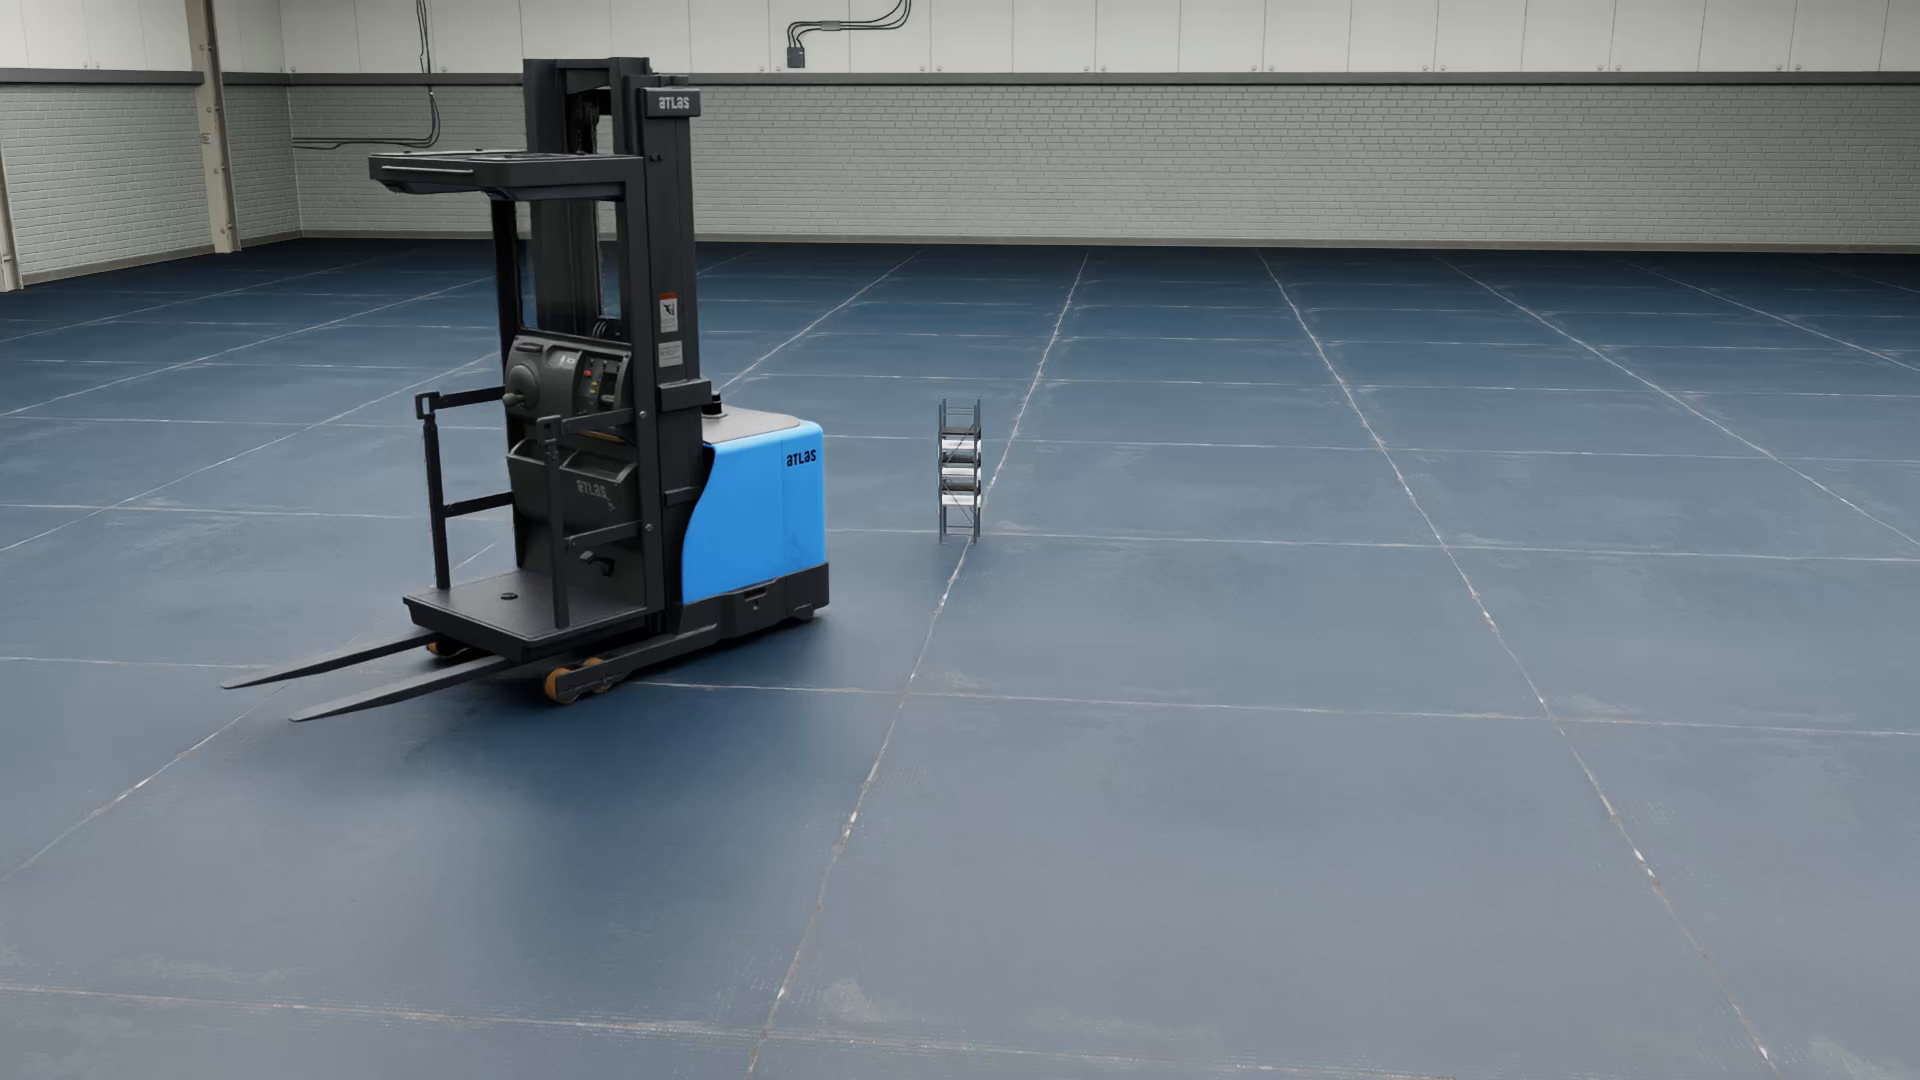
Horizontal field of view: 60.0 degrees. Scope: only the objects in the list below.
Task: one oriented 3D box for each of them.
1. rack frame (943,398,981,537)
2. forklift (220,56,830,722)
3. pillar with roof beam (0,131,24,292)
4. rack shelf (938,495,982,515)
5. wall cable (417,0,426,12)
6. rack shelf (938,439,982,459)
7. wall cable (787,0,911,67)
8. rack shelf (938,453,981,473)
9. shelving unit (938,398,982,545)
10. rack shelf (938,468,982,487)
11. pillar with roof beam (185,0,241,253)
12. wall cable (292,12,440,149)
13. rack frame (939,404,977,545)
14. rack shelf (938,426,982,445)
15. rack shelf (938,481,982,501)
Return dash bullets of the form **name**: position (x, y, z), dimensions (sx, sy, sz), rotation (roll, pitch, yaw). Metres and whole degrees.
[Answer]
- **rack frame**: position (0.011, -0.459, 10.634), dimensions (0.240, 0.900, 0.006), rotation (2, 15, 6)
- **forklift**: position (-2.058, -0.793, 7.981), dimensions (1.130, 2.935, 3.031), rotation (13, 20, 39)
- **pillar with roof beam**: position (-9.508, -7.825, 22.359), dimensions (9.100, 9.000, 0.400), rotation (2, 15, 6)
- **rack shelf**: position (-0.001, -0.226, 10.592), dimensions (0.258, 0.077, 0.200), rotation (2, 15, 6)
- **wall cable**: position (-8.774, -11.092, 30.716), dimensions (3.097, 2.526, 0.112), rotation (2, 15, 6)
- **rack shelf**: position (-0.001, -0.574, 10.499), dimensions (0.258, 0.077, 0.200), rotation (2, 15, 6)
- **wall cable**: position (-2.031, -11.591, 29.772), dimensions (2.305, 6.003, 0.169), rotation (2, 15, 6)
- **rack shelf**: position (-0.001, -0.487, 10.522), dimensions (0.258, 0.077, 0.200), rotation (2, 15, 6)
- **shelving unit**: position (-0.001, -0.432, 10.537), dimensions (0.258, 0.900, 0.210), rotation (2, 15, 6)
- **rack shelf**: position (-0.001, -0.400, 10.546), dimensions (0.258, 0.077, 0.200), rotation (2, 15, 6)
- **pillar with roof beam**: position (-8.831, -9.381, 28.114), dimensions (9.100, 9.000, 0.400), rotation (2, 15, 6)
- **wall cable**: position (-11.462, -8.734, 31.670), dimensions (3.097, 2.526, 0.112), rotation (2, 15, 6)
- **rack frame**: position (-0.012, -0.406, 10.439), dimensions (0.240, 0.900, 0.006), rotation (2, 15, 6)
- **rack shelf**: position (-0.001, -0.661, 10.475), dimensions (0.258, 0.077, 0.200), rotation (2, 15, 6)
- **rack shelf**: position (-0.001, -0.313, 10.569), dimensions (0.258, 0.077, 0.200), rotation (2, 15, 6)
